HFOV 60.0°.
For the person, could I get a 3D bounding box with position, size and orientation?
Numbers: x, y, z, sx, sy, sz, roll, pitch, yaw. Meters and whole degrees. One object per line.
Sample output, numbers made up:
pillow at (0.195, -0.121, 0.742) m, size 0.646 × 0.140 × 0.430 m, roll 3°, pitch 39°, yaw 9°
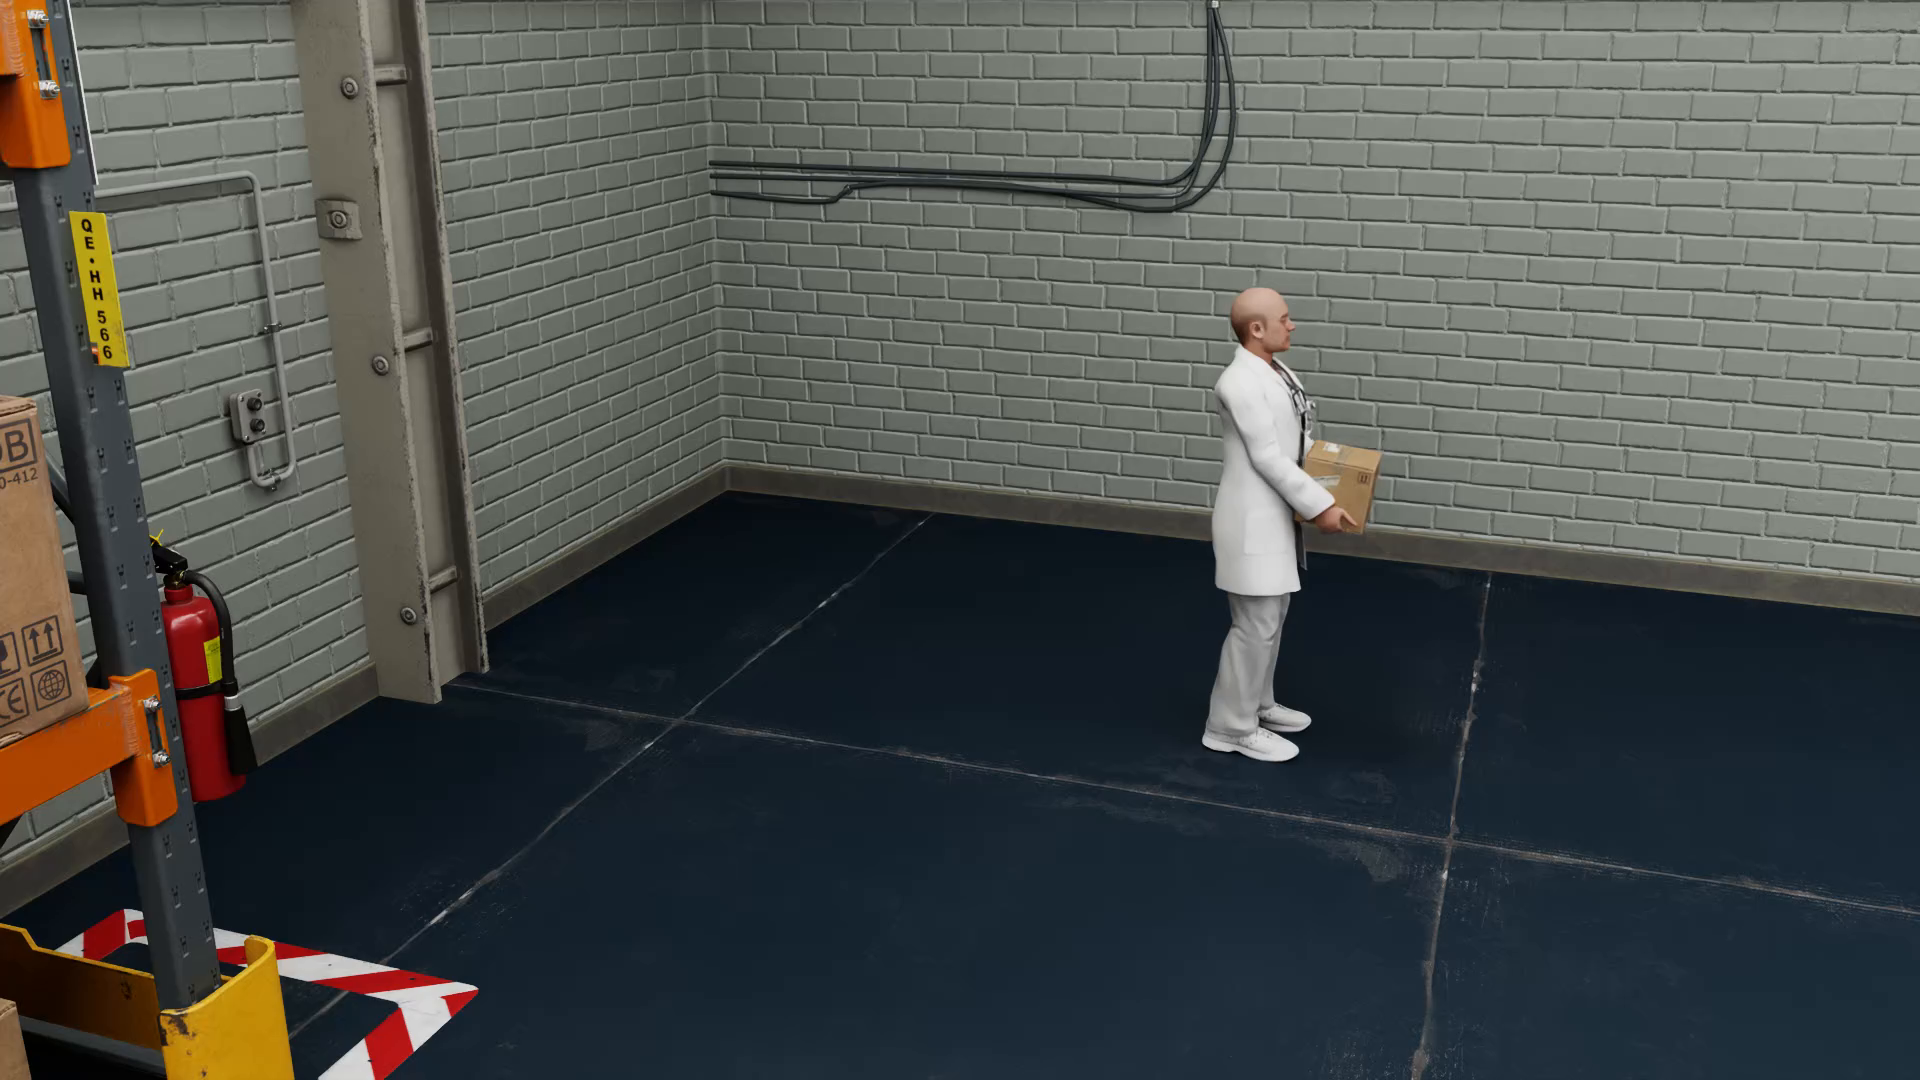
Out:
person at (1.230, -0.054, 6.251) m, size 0.543 × 1.777 × 0.526 m, roll 6°, pitch 19°, yaw 19°
